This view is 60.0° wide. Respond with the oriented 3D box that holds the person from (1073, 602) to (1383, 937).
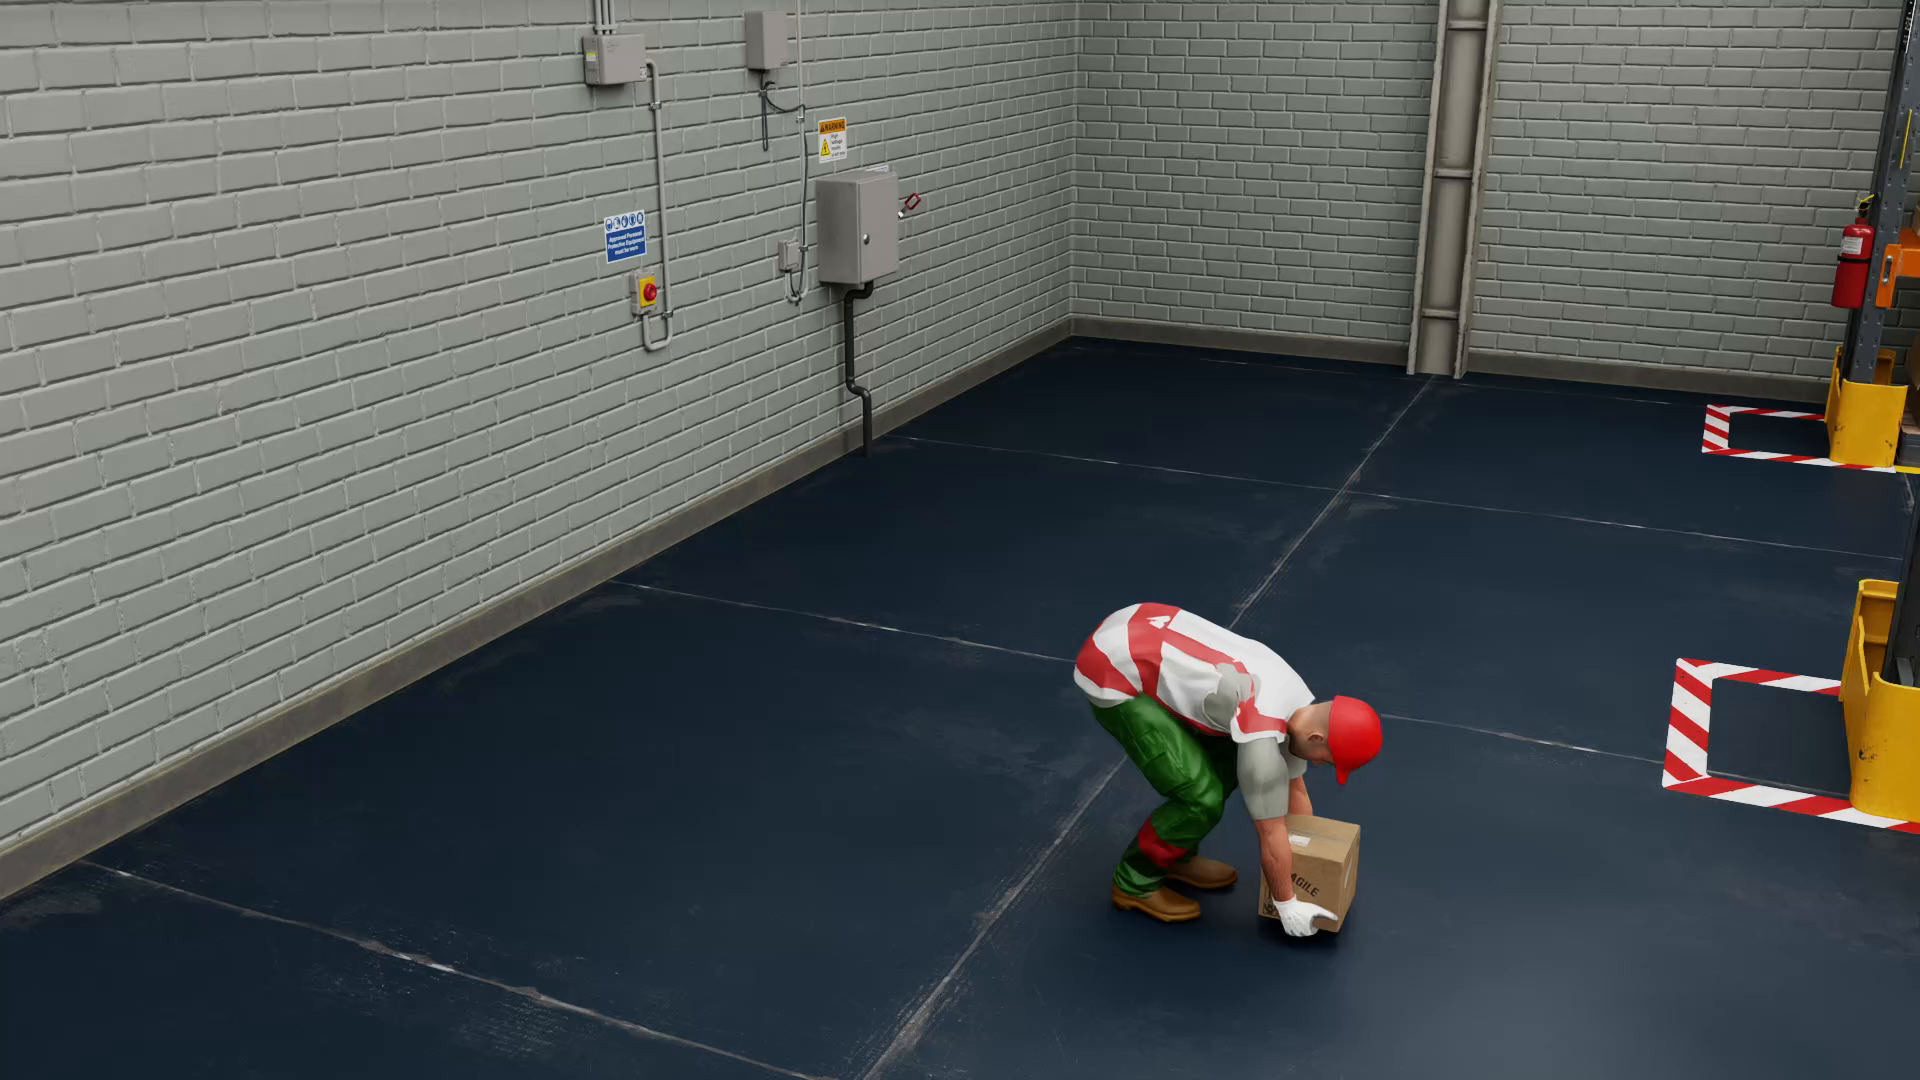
[{"bbox_3d":[0.825,0.708,5.211,0.948,0.970,0.522,7,20,20],"label":"person"}]
